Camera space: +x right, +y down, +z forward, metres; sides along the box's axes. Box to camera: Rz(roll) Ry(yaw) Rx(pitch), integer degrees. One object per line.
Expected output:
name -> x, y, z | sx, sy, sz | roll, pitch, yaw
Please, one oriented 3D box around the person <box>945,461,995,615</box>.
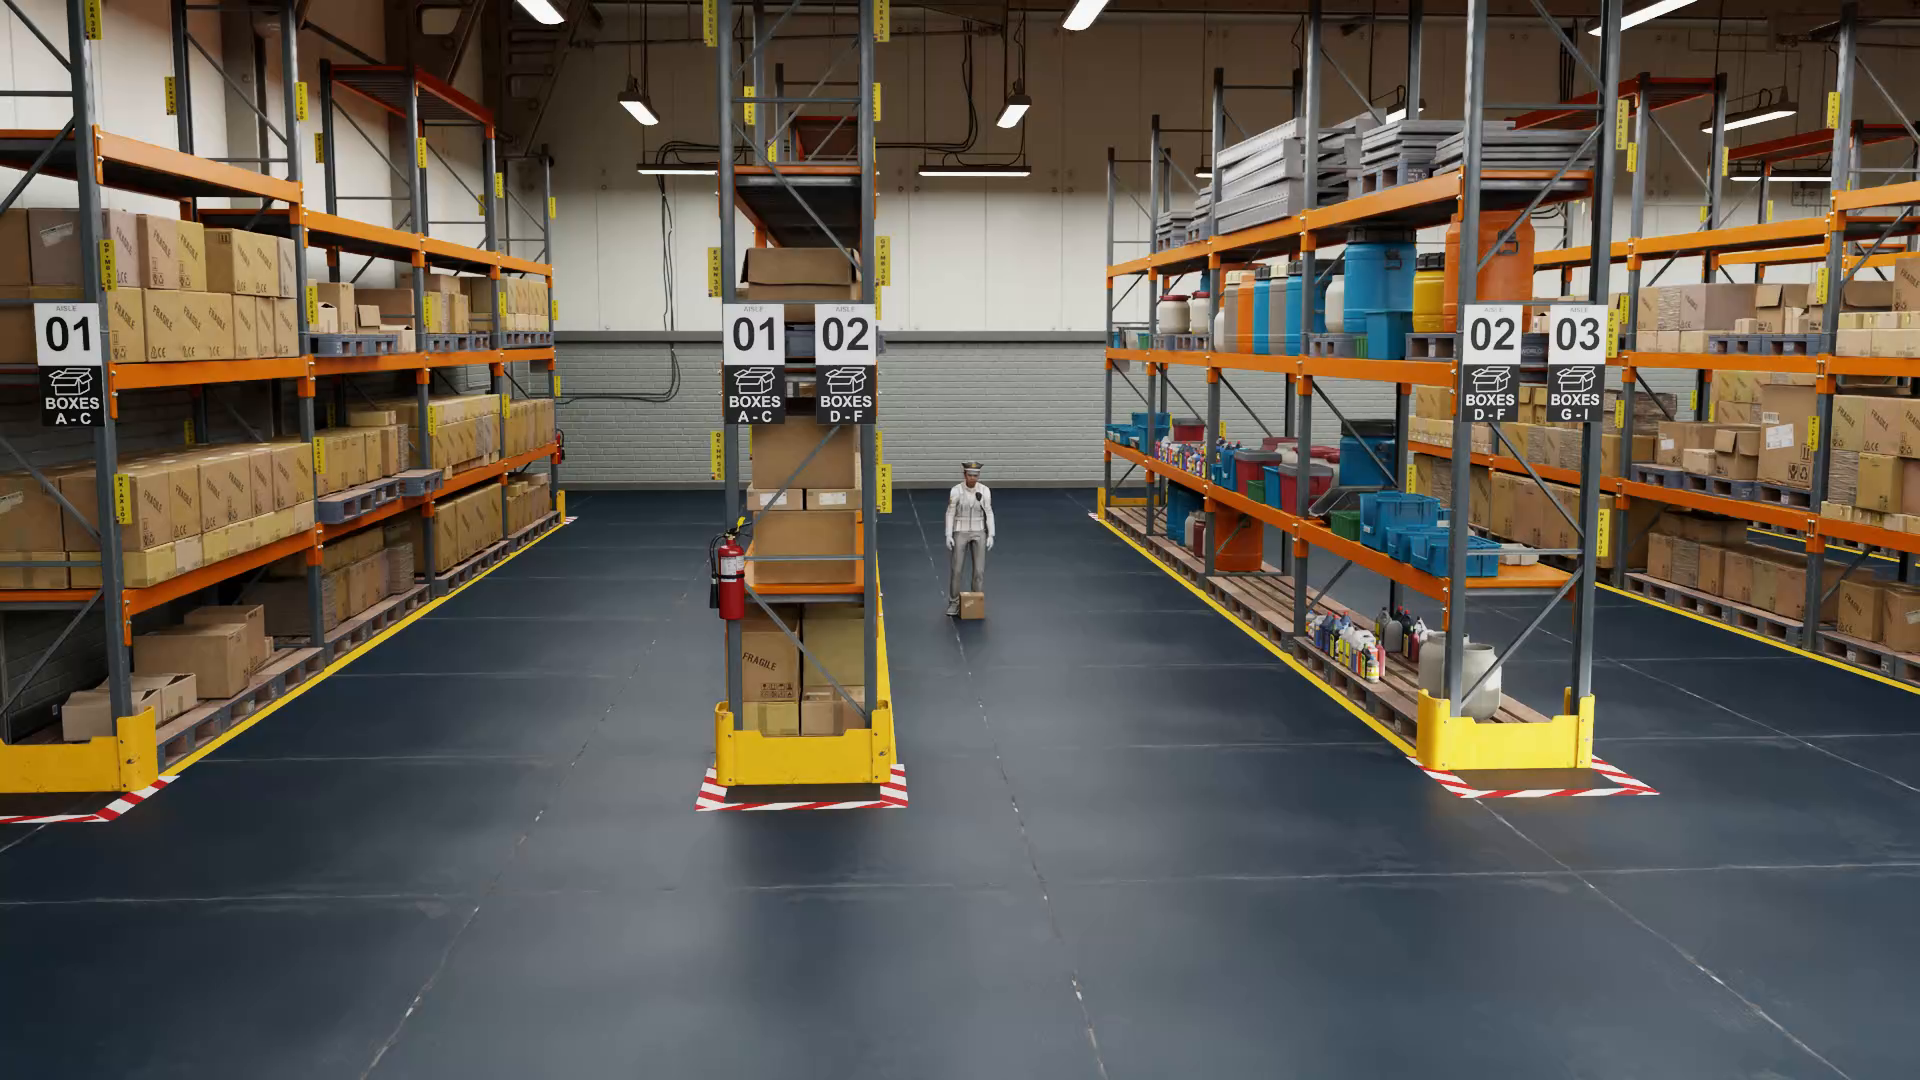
person -> 0.109, -0.026, 17.950 | 0.538, 1.663, 0.405 | -1, 7, -5
